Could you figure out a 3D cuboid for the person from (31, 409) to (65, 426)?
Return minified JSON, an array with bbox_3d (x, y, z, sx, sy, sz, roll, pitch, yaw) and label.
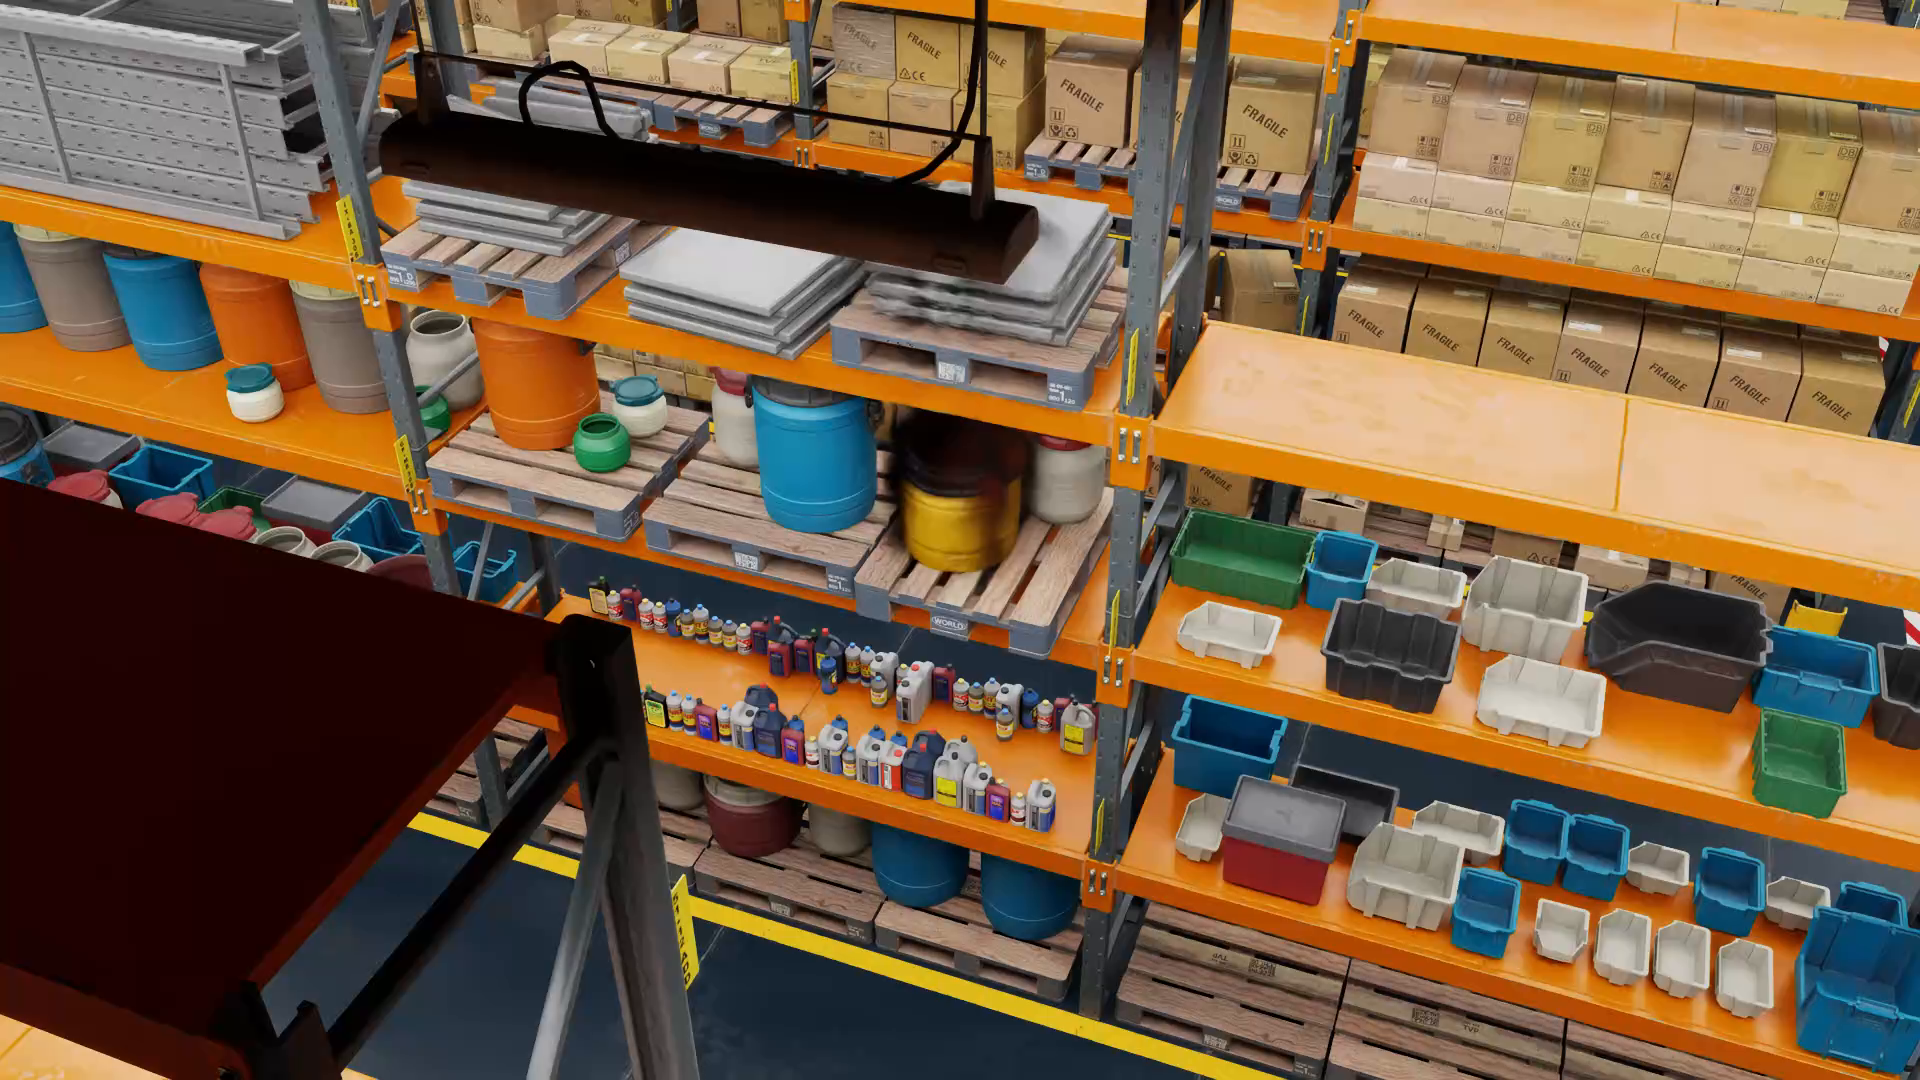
[{"bbox_3d":[-7.389,-1.315,13.732,0.966,1.691,0.688,26,44,30],"label":"person"}]
